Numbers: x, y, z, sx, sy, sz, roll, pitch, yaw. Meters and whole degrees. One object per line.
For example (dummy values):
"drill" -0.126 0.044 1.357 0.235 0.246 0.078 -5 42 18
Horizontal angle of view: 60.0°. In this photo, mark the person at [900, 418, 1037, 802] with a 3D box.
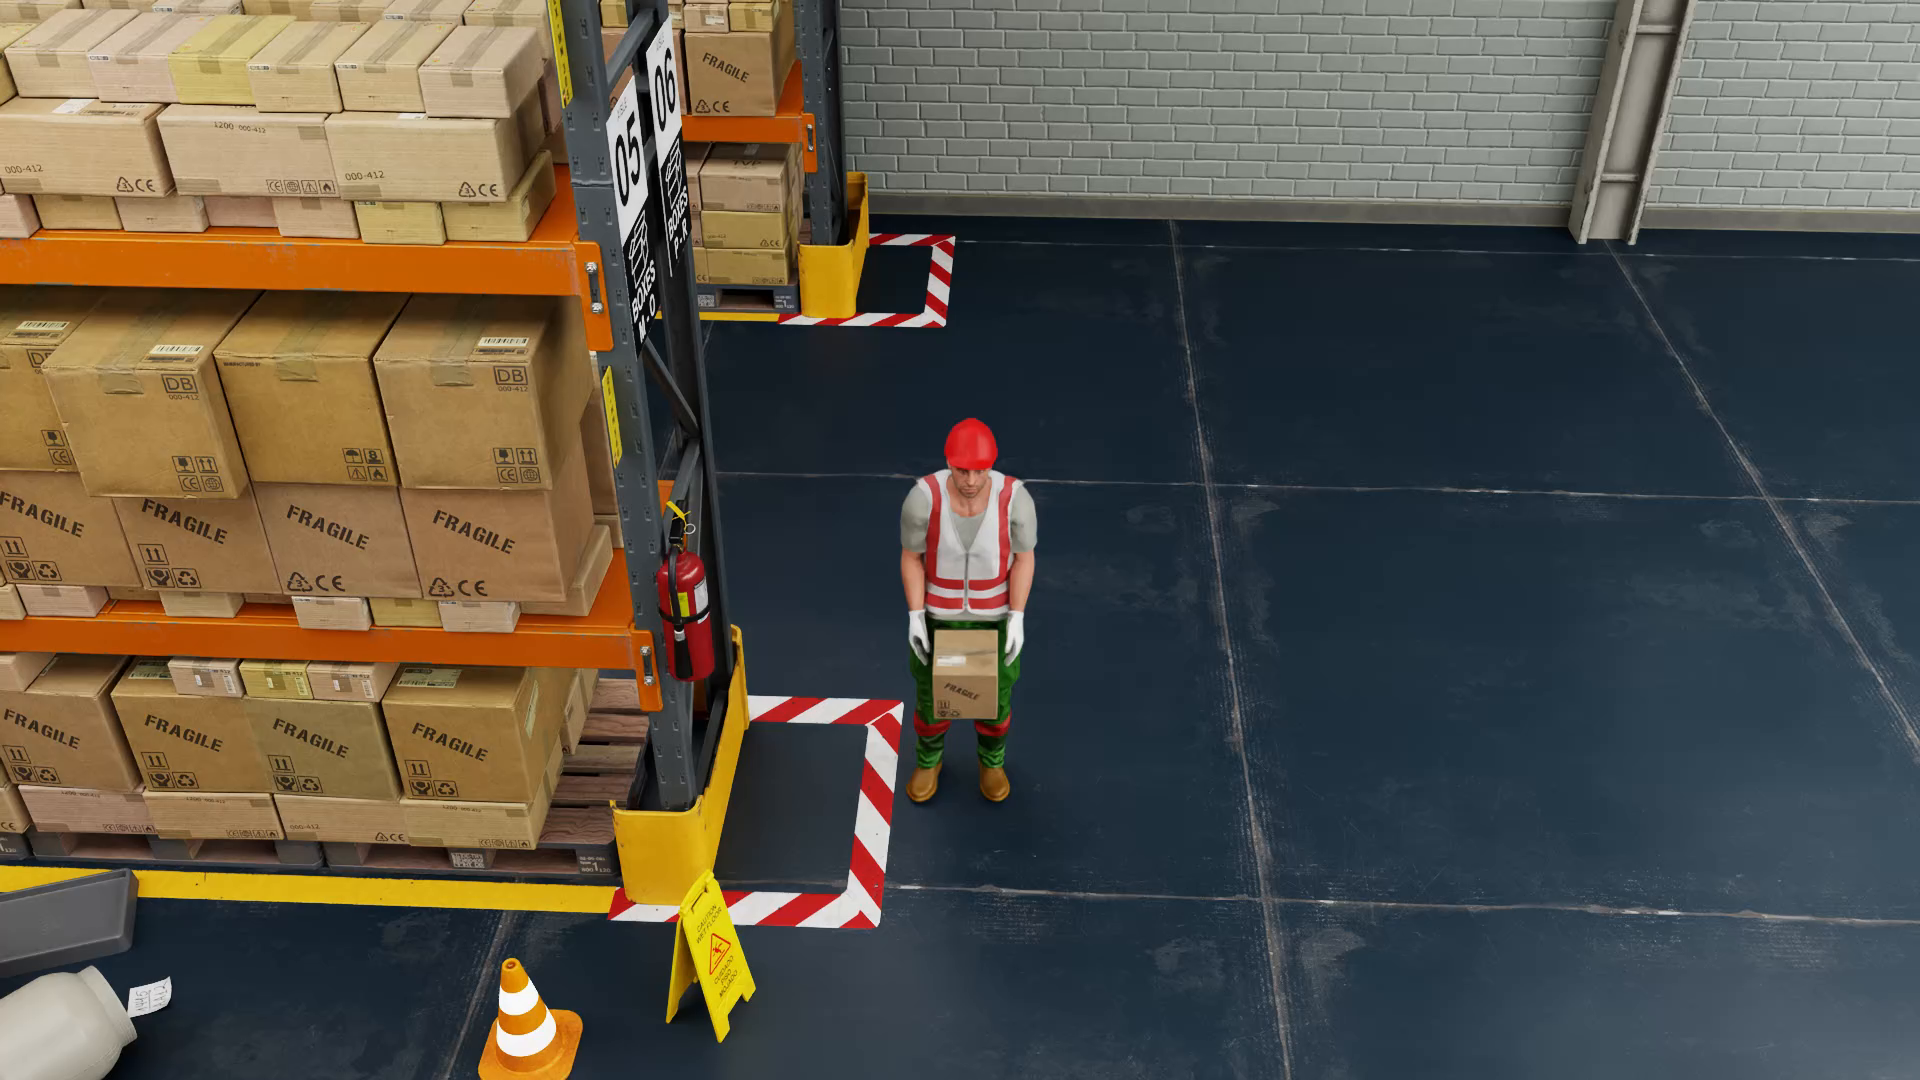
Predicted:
"person" 0.033 0.304 6.667 0.537 1.791 0.449 1 35 1
